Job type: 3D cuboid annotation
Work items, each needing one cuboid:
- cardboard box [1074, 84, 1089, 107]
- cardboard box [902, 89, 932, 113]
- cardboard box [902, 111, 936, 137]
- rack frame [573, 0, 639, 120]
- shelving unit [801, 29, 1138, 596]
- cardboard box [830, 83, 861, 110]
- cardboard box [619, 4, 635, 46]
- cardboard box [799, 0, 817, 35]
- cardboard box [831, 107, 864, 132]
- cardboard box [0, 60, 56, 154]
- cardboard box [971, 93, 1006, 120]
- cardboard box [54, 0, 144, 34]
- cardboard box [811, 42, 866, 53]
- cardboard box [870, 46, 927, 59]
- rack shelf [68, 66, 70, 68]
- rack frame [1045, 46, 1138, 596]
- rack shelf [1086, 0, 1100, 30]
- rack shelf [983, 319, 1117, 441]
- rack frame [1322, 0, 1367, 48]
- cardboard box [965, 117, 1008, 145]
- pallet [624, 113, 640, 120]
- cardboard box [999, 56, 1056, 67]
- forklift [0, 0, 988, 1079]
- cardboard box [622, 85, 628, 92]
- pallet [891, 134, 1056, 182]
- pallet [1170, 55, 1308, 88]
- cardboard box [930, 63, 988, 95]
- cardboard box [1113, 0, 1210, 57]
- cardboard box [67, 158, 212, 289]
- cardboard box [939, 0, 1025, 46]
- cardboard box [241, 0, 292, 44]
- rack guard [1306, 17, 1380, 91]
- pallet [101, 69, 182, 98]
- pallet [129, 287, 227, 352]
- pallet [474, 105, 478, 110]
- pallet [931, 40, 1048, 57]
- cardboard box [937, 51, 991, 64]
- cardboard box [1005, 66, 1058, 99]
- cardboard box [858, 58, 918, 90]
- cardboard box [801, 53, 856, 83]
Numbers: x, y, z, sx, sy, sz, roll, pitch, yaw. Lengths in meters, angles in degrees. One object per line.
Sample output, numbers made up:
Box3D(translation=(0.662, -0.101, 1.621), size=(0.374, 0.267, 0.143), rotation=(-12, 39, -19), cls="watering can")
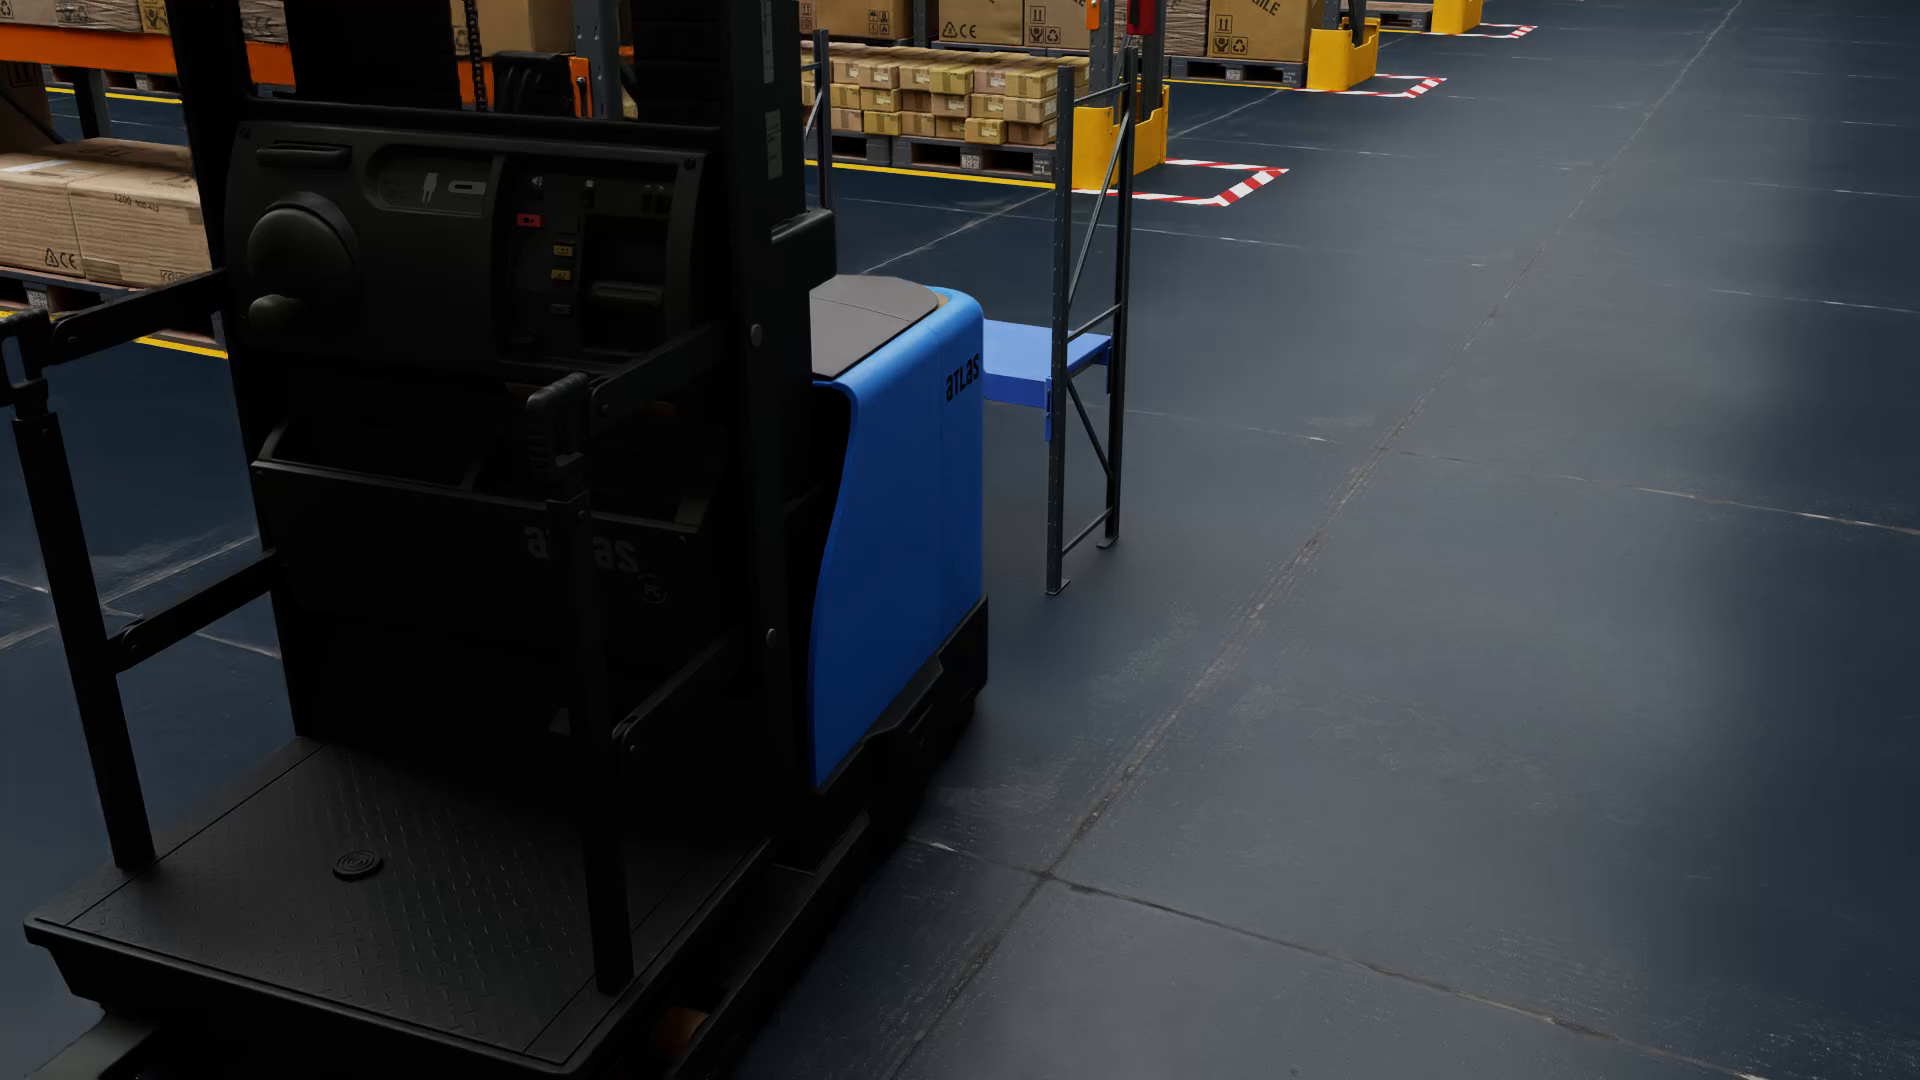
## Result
Box3D(translation=(0.718, -2.975, 11.140), size=(0.250, 0.149, 0.380), rotation=(12, 26, 27), cls="cardboard box")
Box3D(translation=(-0.188, -2.961, 11.107), size=(0.250, 0.149, 0.380), rotation=(11, 25, 24), cls="cardboard box")
Box3D(translation=(-0.192, -2.802, 11.113), size=(0.250, 0.149, 0.380), rotation=(11, 26, 25), cls="cardboard box")
Box3D(translation=(-1.073, -2.028, 6.187), size=(0.127, 3.000, 1.000), rotation=(11, 25, 25), cls="rack frame")
Box3D(translation=(-0.076, -0.705, 4.992), size=(1.048, 1.500, 0.538), rotation=(11, 25, 25), cls="shelving unit")
Box3D(translation=(-0.683, -3.017, 11.237), size=(0.250, 0.149, 0.380), rotation=(13, 26, 27), cls="cardboard box")
Box3D(translation=(-1.372, -2.259, 6.602), size=(0.500, 0.500, 0.500), rotation=(11, 25, 24), cls="cardboard box")
Box3D(translation=(-1.550, -5.675, 16.939), size=(0.875, 0.875, 1.225), rotation=(10, 25, 23), cls="cardboard box")
Box3D(translation=(-0.683, -2.881, 11.297), size=(0.250, 0.149, 0.380), rotation=(12, 26, 26), cls="cardboard box")
Box3D(translation=(-5.233, -2.032, 8.373), size=(0.875, 0.875, 0.875), rotation=(12, 26, 26), cls="cardboard box")
Box3D(translation=(0.261, -2.852, 10.849), size=(0.250, 0.149, 0.380), rotation=(11, 25, 23), cls="cardboard box")
Box3D(translation=(-3.454, -2.426, 6.994), size=(0.500, 0.500, 0.500), rotation=(11, 26, 25), cls="cardboard box")
Box3D(translation=(-0.868, -3.460, 11.899), size=(0.250, 0.149, 0.380), rotation=(10, 25, 23), cls="cardboard box")
Box3D(translation=(-0.428, -3.367, 11.680), size=(0.250, 0.149, 0.380), rotation=(12, 26, 25), cls="cardboard box")
Box3D(translation=(-6.428, -2.757, 8.819), size=(4.000, 0.370, 1.077), rotation=(11, 25, 25), cls="rack shelf")
Box3D(translation=(0.378, -0.615, 4.781), size=(0.032, 1.500, 0.500), rotation=(11, 25, 25), cls="rack frame")
Box3D(translation=(-0.715, -3.797, 11.265), size=(4.000, 0.370, 1.077), rotation=(11, 25, 25), cls="rack shelf")
Box3D(translation=(-0.076, -0.540, 5.062), size=(1.000, 0.185, 0.538), rotation=(11, 25, 25), cls="rack shelf")
Box3D(translation=(3.398, -5.490, 14.325), size=(0.127, 3.000, 1.000), rotation=(11, 25, 25), cls="rack frame")
Box3D(translation=(0.231, -2.687, 10.841), size=(0.250, 0.149, 0.380), rotation=(12, 26, 26), cls="cardboard box")
Box3D(translation=(-1.885, -3.092, 12.251), size=(1.213, 0.211, 1.003), rotation=(11, 25, 25), cls="pallet")
Box3D(translation=(0.455, -3.148, 11.166), size=(0.250, 0.149, 0.380), rotation=(12, 26, 25), cls="cardboard box")
Box3D(translation=(-0.921, -0.472, 2.615), size=(1.130, 2.935, 3.031), rotation=(8, 24, 19), cls="forklift")
Box3D(translation=(-2.321, -3.324, 11.959), size=(0.250, 0.149, 0.380), rotation=(12, 26, 27), cls="cardboard box")
Box3D(translation=(0.293, -2.661, 11.238), size=(1.213, 0.211, 1.003), rotation=(11, 25, 25), cls="pallet")
Box3D(translation=(2.649, -4.320, 15.139), size=(1.213, 0.211, 1.003), rotation=(11, 25, 25), cls="pallet")
Box3D(translation=(-0.004, -3.001, 10.820), size=(0.250, 0.149, 0.380), rotation=(11, 25, 23), cls="cardboard box")
Box3D(translation=(1.979, -4.951, 15.237), size=(0.875, 0.875, 0.875), rotation=(11, 25, 25), cls="cardboard box")
Box3D(translation=(-3.332, -1.443, 7.547), size=(0.875, 0.438, 0.875), rotation=(10, 25, 23), cls="cardboard box")
Box3D(translation=(0.381, -5.267, 15.980), size=(0.875, 0.875, 0.875), rotation=(11, 25, 25), cls="cardboard box")
Box3D(translation=(-2.528, -2.248, 6.576), size=(0.500, 0.500, 0.500), rotation=(12, 26, 26), cls="cardboard box")
Box3D(translation=(3.419, -4.335, 14.805), size=(0.348, 0.500, 1.175), rotation=(11, 25, 25), cls="rack guard")
Box3D(translation=(-6.739, -4.070, 14.551), size=(1.213, 0.211, 1.003), rotation=(11, 25, 25), cls="pallet")
Box3D(translation=(-2.907, -1.075, 7.508), size=(1.213, 0.211, 1.003), rotation=(11, 25, 25), cls="pallet")
Box3D(translation=(-4.288, -3.550, 13.328), size=(1.213, 0.211, 1.003), rotation=(11, 25, 25), cls="pallet")
Box3D(translation=(0.472, -4.751, 16.152), size=(1.213, 0.211, 1.003), rotation=(11, 25, 25), cls="pallet")
Box3D(translation=(0.030, -3.252, 11.410), size=(0.250, 0.149, 0.380), rotation=(10, 25, 22), cls="cardboard box")
Box3D(translation=(0.483, -2.935, 10.665), size=(0.250, 0.149, 0.380), rotation=(12, 26, 25), cls="cardboard box")
Box3D(translation=(-0.471, -3.097, 11.045), size=(0.250, 0.149, 0.380), rotation=(12, 26, 26), cls="cardboard box")
Box3D(translation=(-0.903, -3.218, 11.331), size=(0.250, 0.149, 0.380), rotation=(11, 26, 25), cls="cardboard box")
